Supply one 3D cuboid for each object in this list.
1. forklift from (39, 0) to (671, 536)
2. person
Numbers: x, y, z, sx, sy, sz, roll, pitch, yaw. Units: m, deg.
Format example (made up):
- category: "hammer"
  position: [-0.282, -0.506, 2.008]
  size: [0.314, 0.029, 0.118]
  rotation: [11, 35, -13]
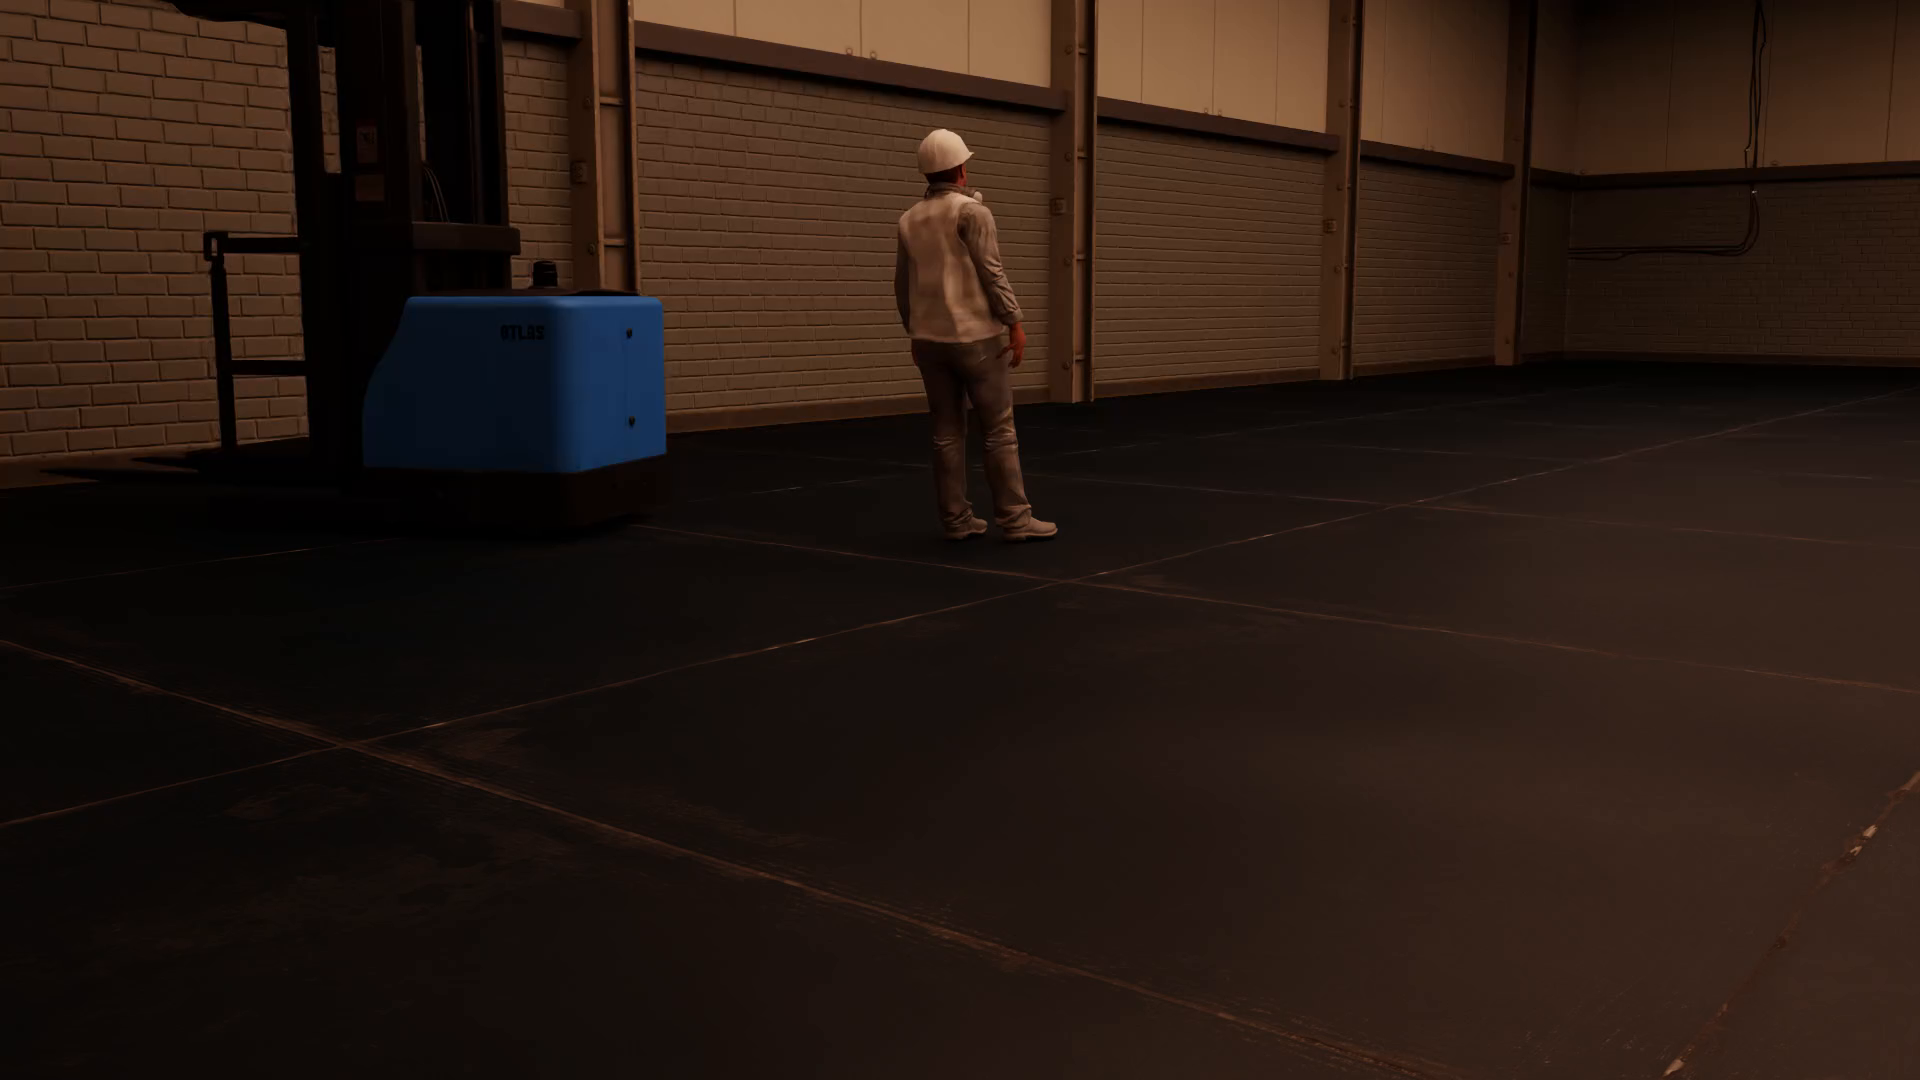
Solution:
- category: "forklift"
  position: [-2.999, -1.561, 7.949]
  size: [3.031, 2.935, 1.130]
  rotation: [2, 9, 15]
- category: "person"
  position: [0.045, -0.892, 7.320]
  size: [0.634, 1.775, 0.566]
  rotation: [7, 11, 38]
